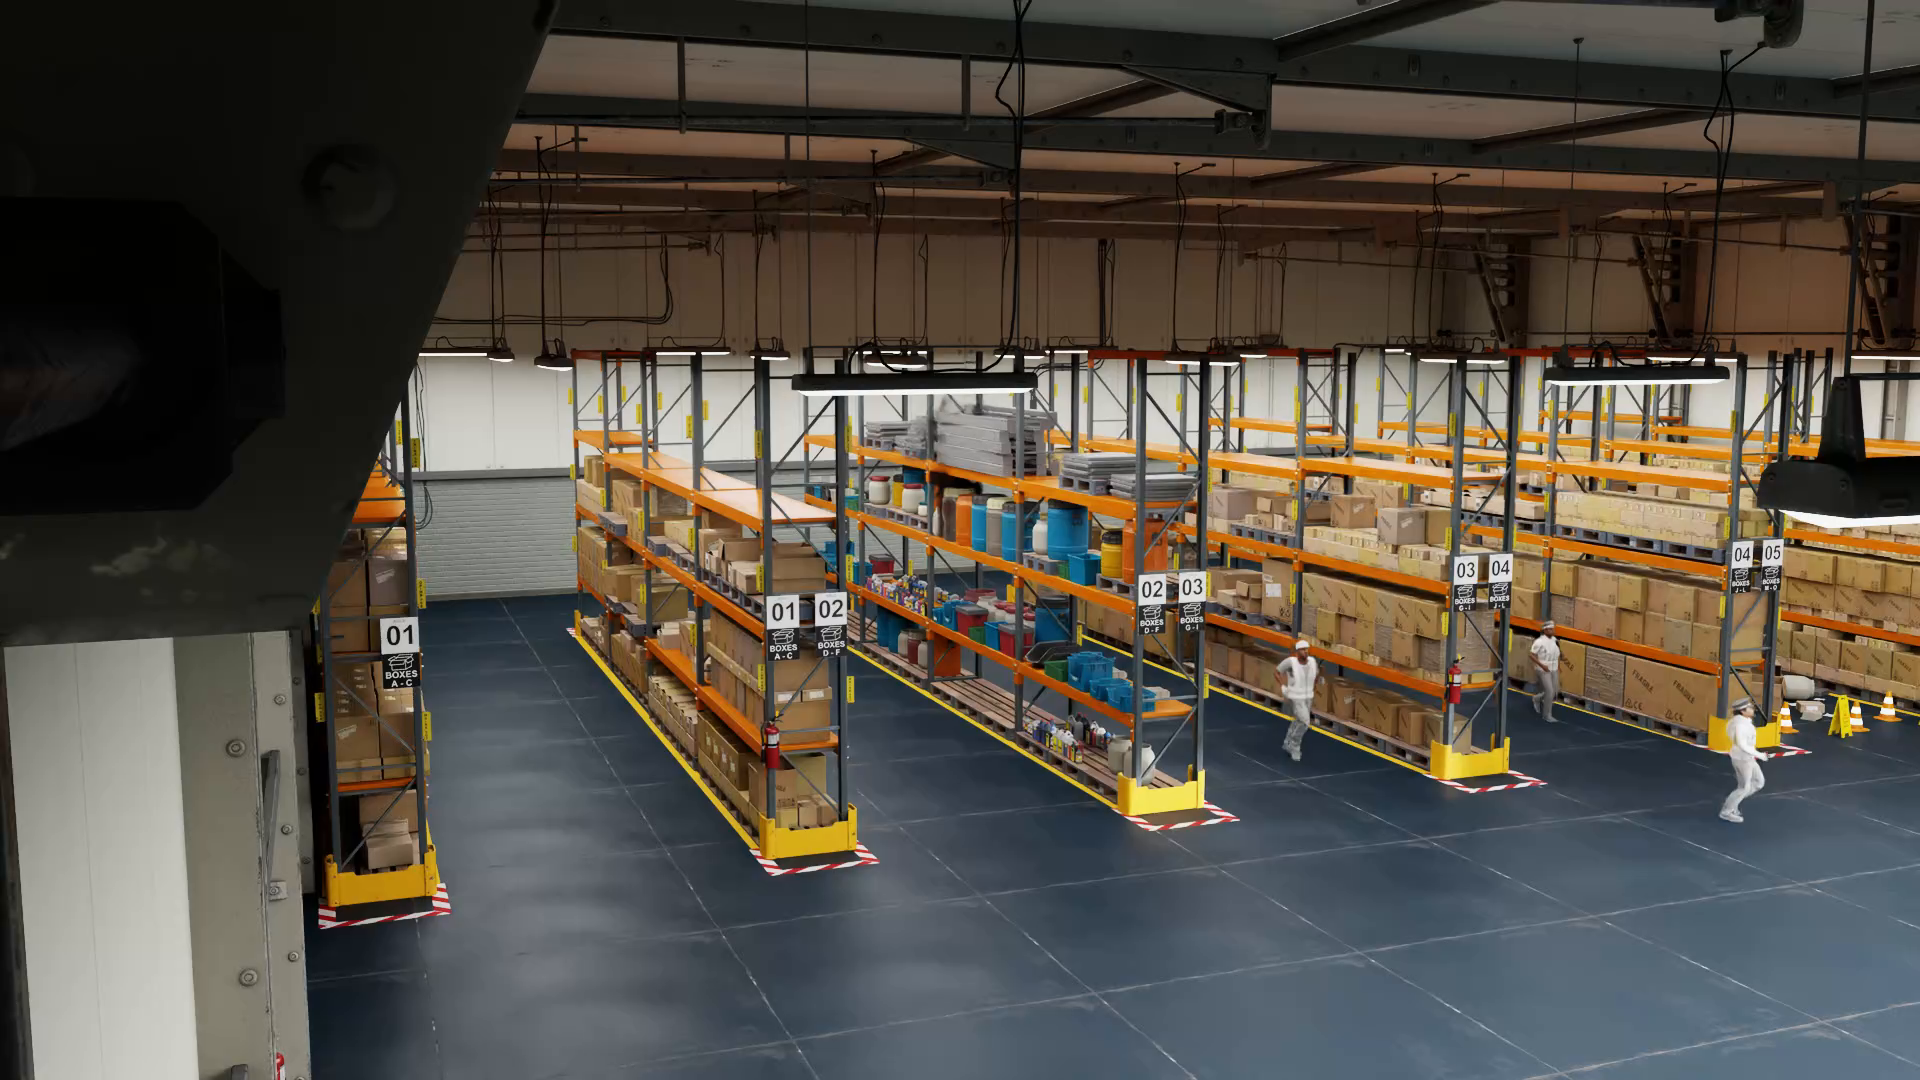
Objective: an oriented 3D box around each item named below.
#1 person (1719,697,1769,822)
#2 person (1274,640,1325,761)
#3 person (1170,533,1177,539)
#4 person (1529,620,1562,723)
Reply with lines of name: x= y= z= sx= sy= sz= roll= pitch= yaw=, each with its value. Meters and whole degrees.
person: x=10.185 y=2.835 z=21.575 sx=0.534 sy=1.658 sz=0.629 roll=3 pitch=8 yaw=22
person: x=5.102 y=2.389 z=24.801 sx=0.646 sy=1.824 sz=0.737 roll=-4 pitch=8 yaw=-28
person: x=4.948 y=0.696 z=38.985 sx=0.579 sy=1.693 sz=0.720 roll=-1 pitch=7 yaw=-5
person: x=9.563 y=2.126 z=27.241 sx=0.587 sy=1.672 sz=0.601 roll=-4 pitch=8 yaw=-28
